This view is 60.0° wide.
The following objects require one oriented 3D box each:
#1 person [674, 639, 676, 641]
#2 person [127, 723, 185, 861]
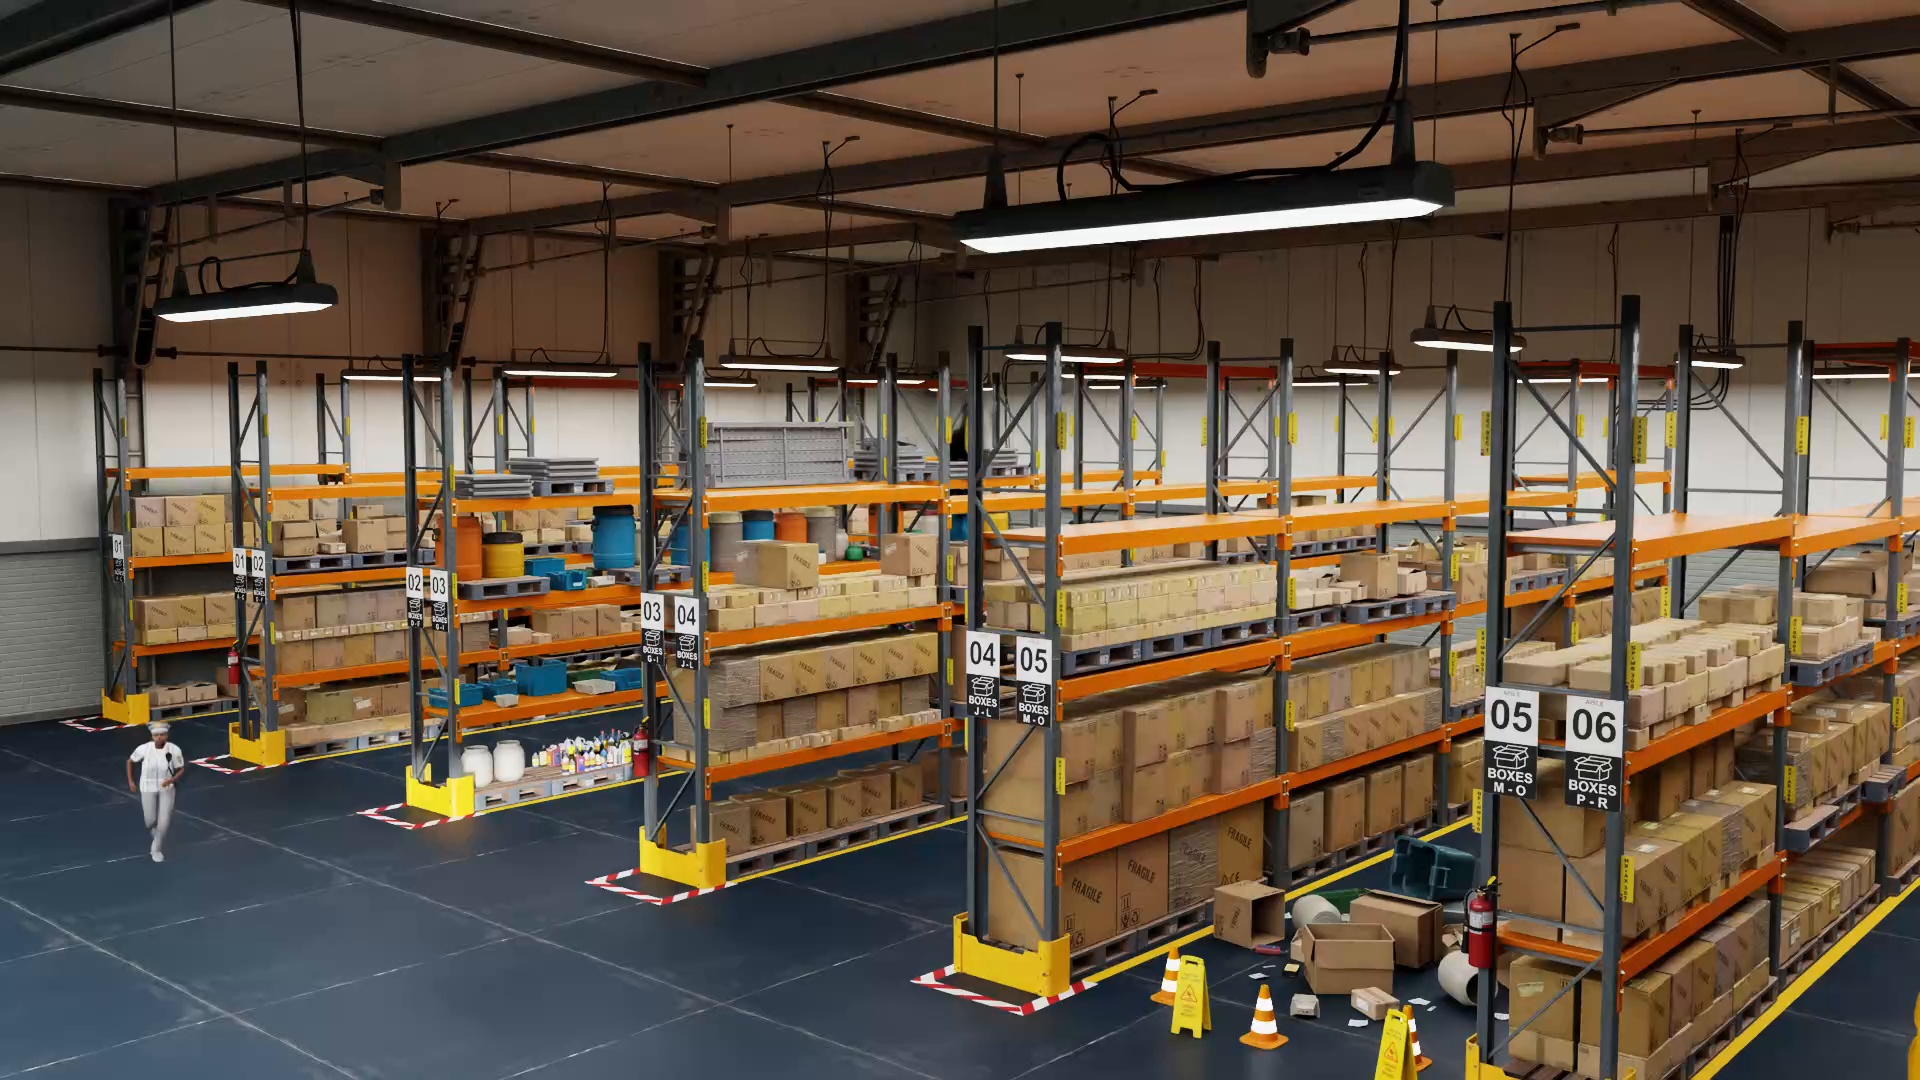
[{"bbox_3d":[-5.694,1.795,34.826,0.595,1.622,0.561,3,5,32],"label":"person"},{"bbox_3d":[-9.380,2.932,19.418,0.614,1.649,0.641,-2,5,-24],"label":"person"}]
